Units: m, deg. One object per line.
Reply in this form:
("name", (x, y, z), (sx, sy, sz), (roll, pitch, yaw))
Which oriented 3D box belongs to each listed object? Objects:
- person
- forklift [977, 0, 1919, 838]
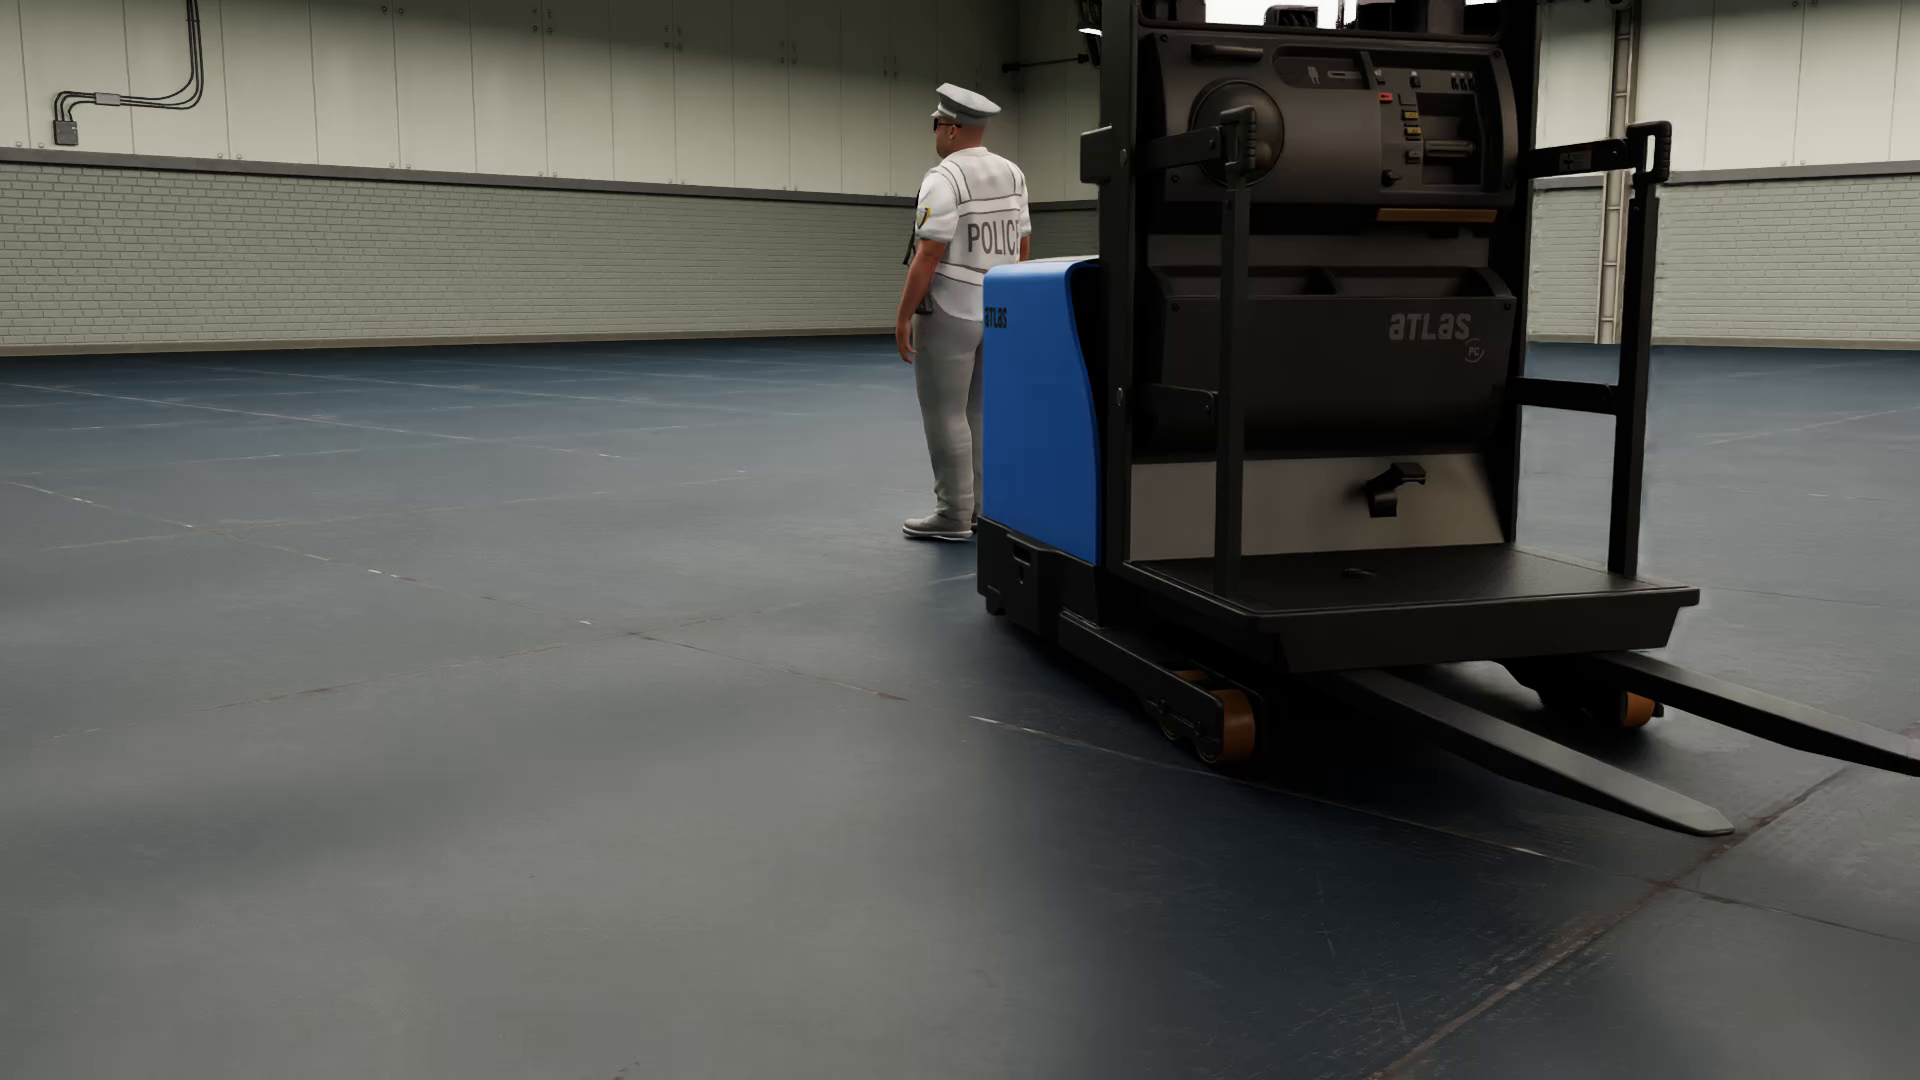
("person", (-0.048, -0.897, 6.645), (0.575, 1.780, 0.640), (8, 12, 43))
("forklift", (0.961, -1.035, 3.745), (1.130, 2.935, 3.031), (-3, 9, -16))
